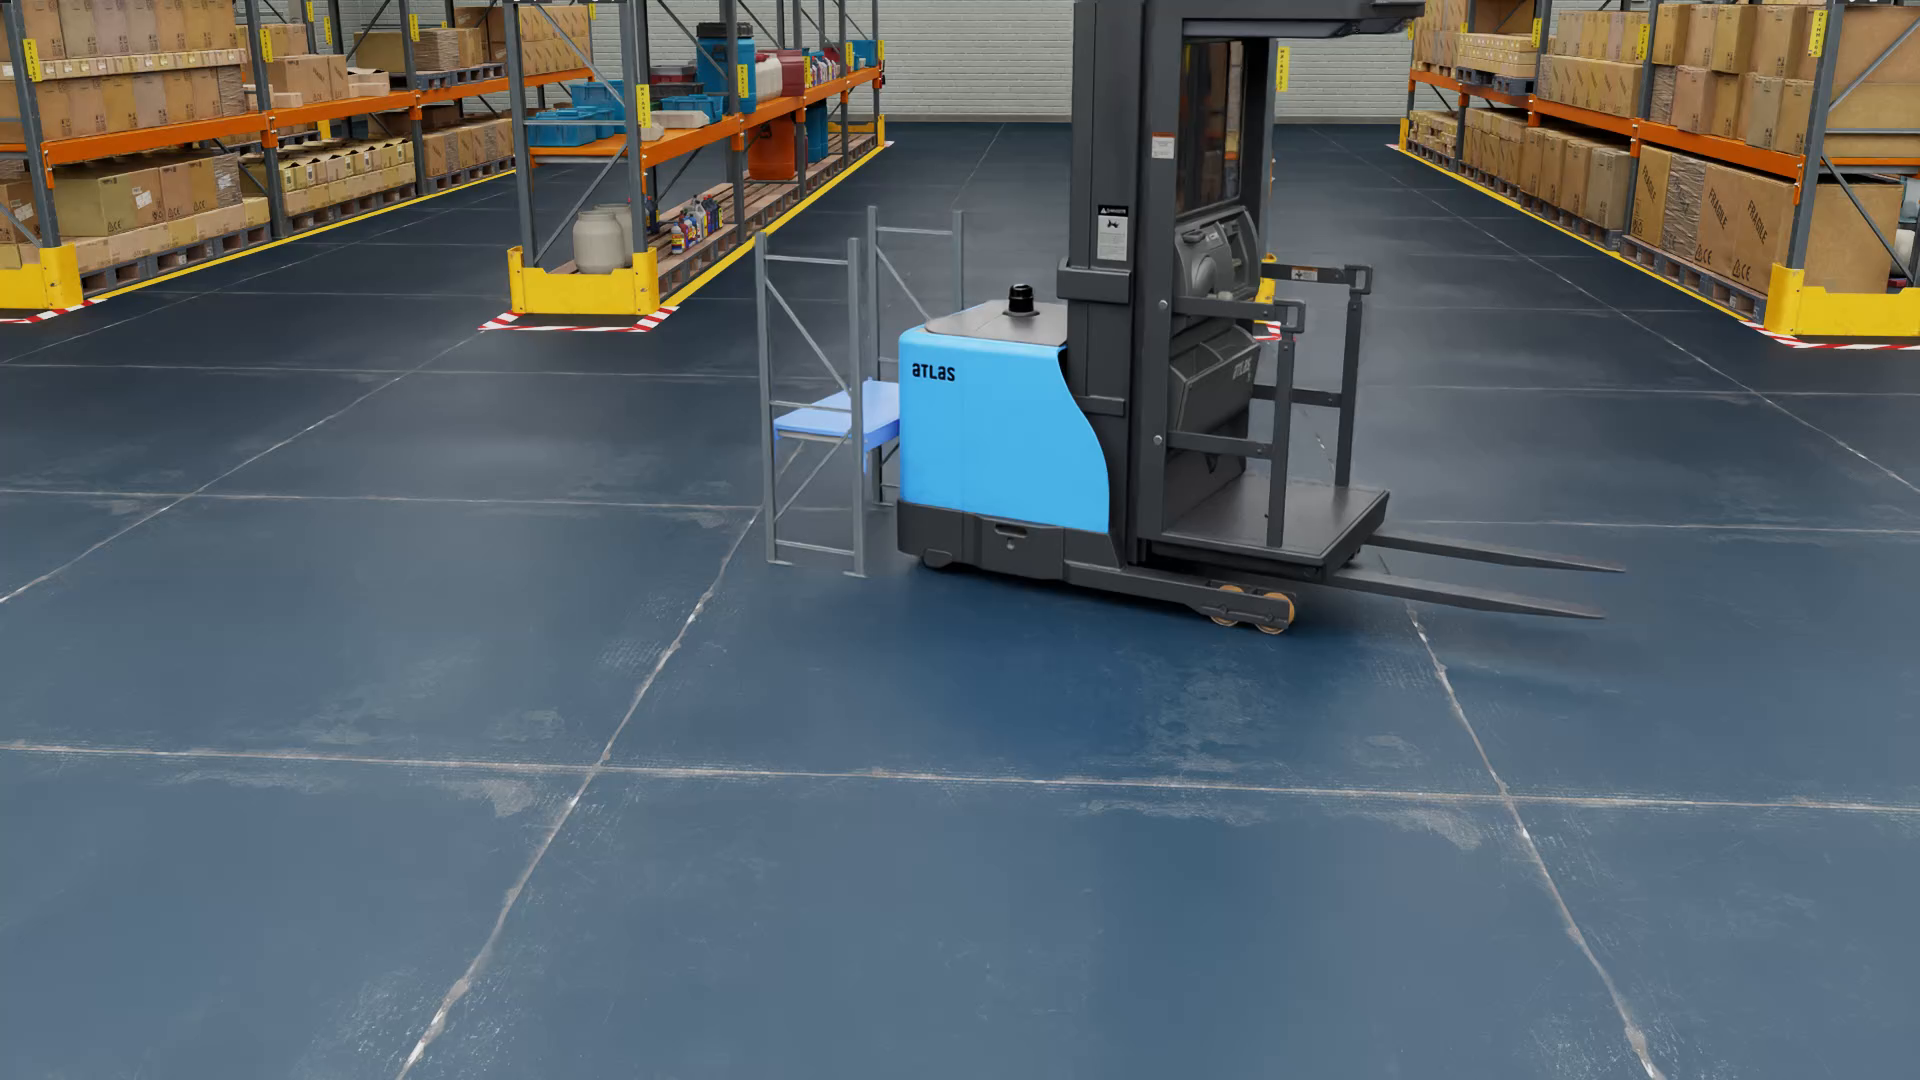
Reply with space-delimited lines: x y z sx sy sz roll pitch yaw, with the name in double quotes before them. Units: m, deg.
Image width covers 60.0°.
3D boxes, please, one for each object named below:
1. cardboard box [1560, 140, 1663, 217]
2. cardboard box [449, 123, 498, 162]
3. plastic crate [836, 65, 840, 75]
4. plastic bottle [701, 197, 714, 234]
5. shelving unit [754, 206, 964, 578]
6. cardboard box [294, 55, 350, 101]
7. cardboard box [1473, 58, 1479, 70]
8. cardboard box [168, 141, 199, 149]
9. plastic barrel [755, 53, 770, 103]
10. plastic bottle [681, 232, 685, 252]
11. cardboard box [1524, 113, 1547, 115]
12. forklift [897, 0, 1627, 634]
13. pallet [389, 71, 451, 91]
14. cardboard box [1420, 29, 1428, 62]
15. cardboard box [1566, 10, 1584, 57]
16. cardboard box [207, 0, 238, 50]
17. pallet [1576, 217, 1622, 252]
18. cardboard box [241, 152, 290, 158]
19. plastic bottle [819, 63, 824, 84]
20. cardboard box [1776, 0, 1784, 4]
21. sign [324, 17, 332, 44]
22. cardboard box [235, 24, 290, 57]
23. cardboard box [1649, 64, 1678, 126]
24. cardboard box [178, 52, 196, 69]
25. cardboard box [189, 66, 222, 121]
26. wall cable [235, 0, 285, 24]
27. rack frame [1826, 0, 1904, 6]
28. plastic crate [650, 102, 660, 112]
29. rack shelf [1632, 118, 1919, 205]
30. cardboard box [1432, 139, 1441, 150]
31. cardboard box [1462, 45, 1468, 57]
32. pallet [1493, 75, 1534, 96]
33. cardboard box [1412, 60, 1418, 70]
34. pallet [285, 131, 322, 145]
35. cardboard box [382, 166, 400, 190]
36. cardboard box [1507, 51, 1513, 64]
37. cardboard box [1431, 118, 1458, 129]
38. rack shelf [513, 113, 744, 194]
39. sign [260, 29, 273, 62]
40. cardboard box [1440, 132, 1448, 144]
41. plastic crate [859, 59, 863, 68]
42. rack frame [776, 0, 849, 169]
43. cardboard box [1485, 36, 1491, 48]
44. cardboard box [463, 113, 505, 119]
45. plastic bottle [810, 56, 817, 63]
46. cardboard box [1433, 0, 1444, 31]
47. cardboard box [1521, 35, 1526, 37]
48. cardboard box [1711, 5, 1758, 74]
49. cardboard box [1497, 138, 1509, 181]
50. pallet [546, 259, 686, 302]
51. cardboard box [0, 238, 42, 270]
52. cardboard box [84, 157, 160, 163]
"cardboard box" 7.159 -3.907 17.969 1.050 0.750 0.750 1 18 4
"cardboard box" -6.945 -5.684 23.760 0.500 0.500 0.500 2 18 5
"plastic crate" -1.999 -7.064 24.992 0.396 0.136 0.243 1 18 4
"plastic bottle" -2.521 -3.219 16.478 0.144 0.351 0.185 0 18 1
"shelving unit" -0.433 -0.722 7.718 0.538 1.500 1.048 8 20 24
"cardboard box" -7.506 -5.415 19.471 0.500 0.500 0.500 0 18 1
"cardboard box" 7.145 -6.414 22.410 0.380 0.149 0.250 0 18 1
"cardboard box" -11.973 -6.214 24.848 0.750 0.750 0.750 1 18 5
"plastic barrel" -2.377 -5.254 18.922 0.433 0.535 0.433 0 18 0
"plastic bottle" -2.587 -2.760 15.317 0.097 0.201 0.097 0 18 0
"cardboard box" 7.830 -5.574 22.253 0.500 0.250 0.500 0 18 1
"forklift" 1.261 -1.199 6.876 3.031 2.935 1.130 9 20 26
"pallet" -7.423 -6.010 21.756 1.213 0.211 1.003 1 18 4
"cardboard box" 7.671 -7.898 26.572 0.500 0.500 0.500 1 18 4
"cardboard box" 7.341 -5.751 18.891 0.700 0.500 0.500 1 18 3
"cardboard box" -7.714 -5.173 16.649 0.700 0.500 0.500 1 18 4
"pallet" 7.112 -3.199 17.346 1.003 0.211 1.213 1 18 4
"cardboard box" -7.876 -4.255 18.932 0.500 0.311 0.500 1 18 4
"plastic bottle" -1.969 -6.447 22.981 0.152 0.276 0.135 1 18 4
"cardboard box" 12.512 -8.094 24.999 0.380 0.149 0.250 1 18 4
"sign" -7.944 -6.411 20.939 0.100 0.325 0.005 1 18 4
"cardboard box" -11.837 -8.241 27.774 0.980 0.700 0.700 1 18 3
"cardboard box" 7.117 -4.239 15.801 0.875 0.550 0.550 1 18 4
"cardboard box" -7.569 -4.597 15.934 0.380 0.149 0.250 1 18 4
"cardboard box" -7.746 -4.392 16.350 0.700 0.500 0.500 1 18 3
"wall cable" -12.621 -9.385 30.115 0.084 1.984 1.851 1 18 4
"rack frame" 12.650 -6.688 23.516 1.000 3.000 0.127 1 18 4
"plastic crate" -3.127 -4.019 15.712 0.450 0.188 0.662 1 18 4
"rack shelf" 6.988 -3.319 14.391 1.077 0.370 4.000 1 18 4
"cardboard box" 7.468 -6.063 25.512 0.380 0.149 0.250 1 18 4
"cardboard box" 7.202 -6.796 23.097 0.380 0.149 0.250 1 18 3
"pallet" 7.363 -5.657 20.679 1.213 0.211 1.003 1 18 4
"cardboard box" 7.642 -7.797 27.304 0.380 0.149 0.250 1 18 3
"pallet" -11.749 -6.908 28.666 1.003 0.211 1.213 1 18 4
"cardboard box" -7.230 -4.453 20.437 0.500 0.250 0.500 1 18 3
"cardboard box" 7.017 -5.993 20.646 0.380 0.149 0.250 2 18 6
"cardboard box" 7.491 -6.418 25.640 0.380 0.149 0.250 1 18 2
"rack shelf" -2.892 -3.572 15.163 1.077 0.370 4.000 1 18 4
"sign" -7.135 -5.084 17.104 0.100 0.325 0.005 1 18 4
"cardboard box" 7.419 -6.026 24.923 0.380 0.149 0.250 1 18 2
"plastic crate" -1.801 -7.818 27.293 0.396 0.136 0.243 1 18 4
"rack frame" -2.175 -7.020 24.529 1.000 3.000 0.127 1 18 4
"cardboard box" 7.111 -6.532 21.815 0.380 0.149 0.250 2 18 6
"cardboard box" -7.357 -6.336 25.750 0.500 0.500 0.500 1 18 4
"plastic bottle" -2.071 -6.649 23.478 0.144 0.351 0.185 1 18 4
"cardboard box" 7.573 -8.064 25.471 0.500 0.500 0.500 1 18 2
"cardboard box" 7.814 -6.756 22.497 0.380 0.149 0.250 1 18 4
"cardboard box" 6.942 -4.250 14.102 0.875 0.550 0.500 1 18 4
"cardboard box" 7.246 -4.908 21.424 0.500 0.500 0.500 2 18 6
"pallet" -3.013 -2.245 14.434 1.003 0.211 1.213 1 18 4
"cardboard box" -8.232 -2.471 14.387 0.500 0.250 0.500 1 18 4
"cardboard box" -8.106 -3.448 16.167 0.500 0.500 0.500 1 18 4
